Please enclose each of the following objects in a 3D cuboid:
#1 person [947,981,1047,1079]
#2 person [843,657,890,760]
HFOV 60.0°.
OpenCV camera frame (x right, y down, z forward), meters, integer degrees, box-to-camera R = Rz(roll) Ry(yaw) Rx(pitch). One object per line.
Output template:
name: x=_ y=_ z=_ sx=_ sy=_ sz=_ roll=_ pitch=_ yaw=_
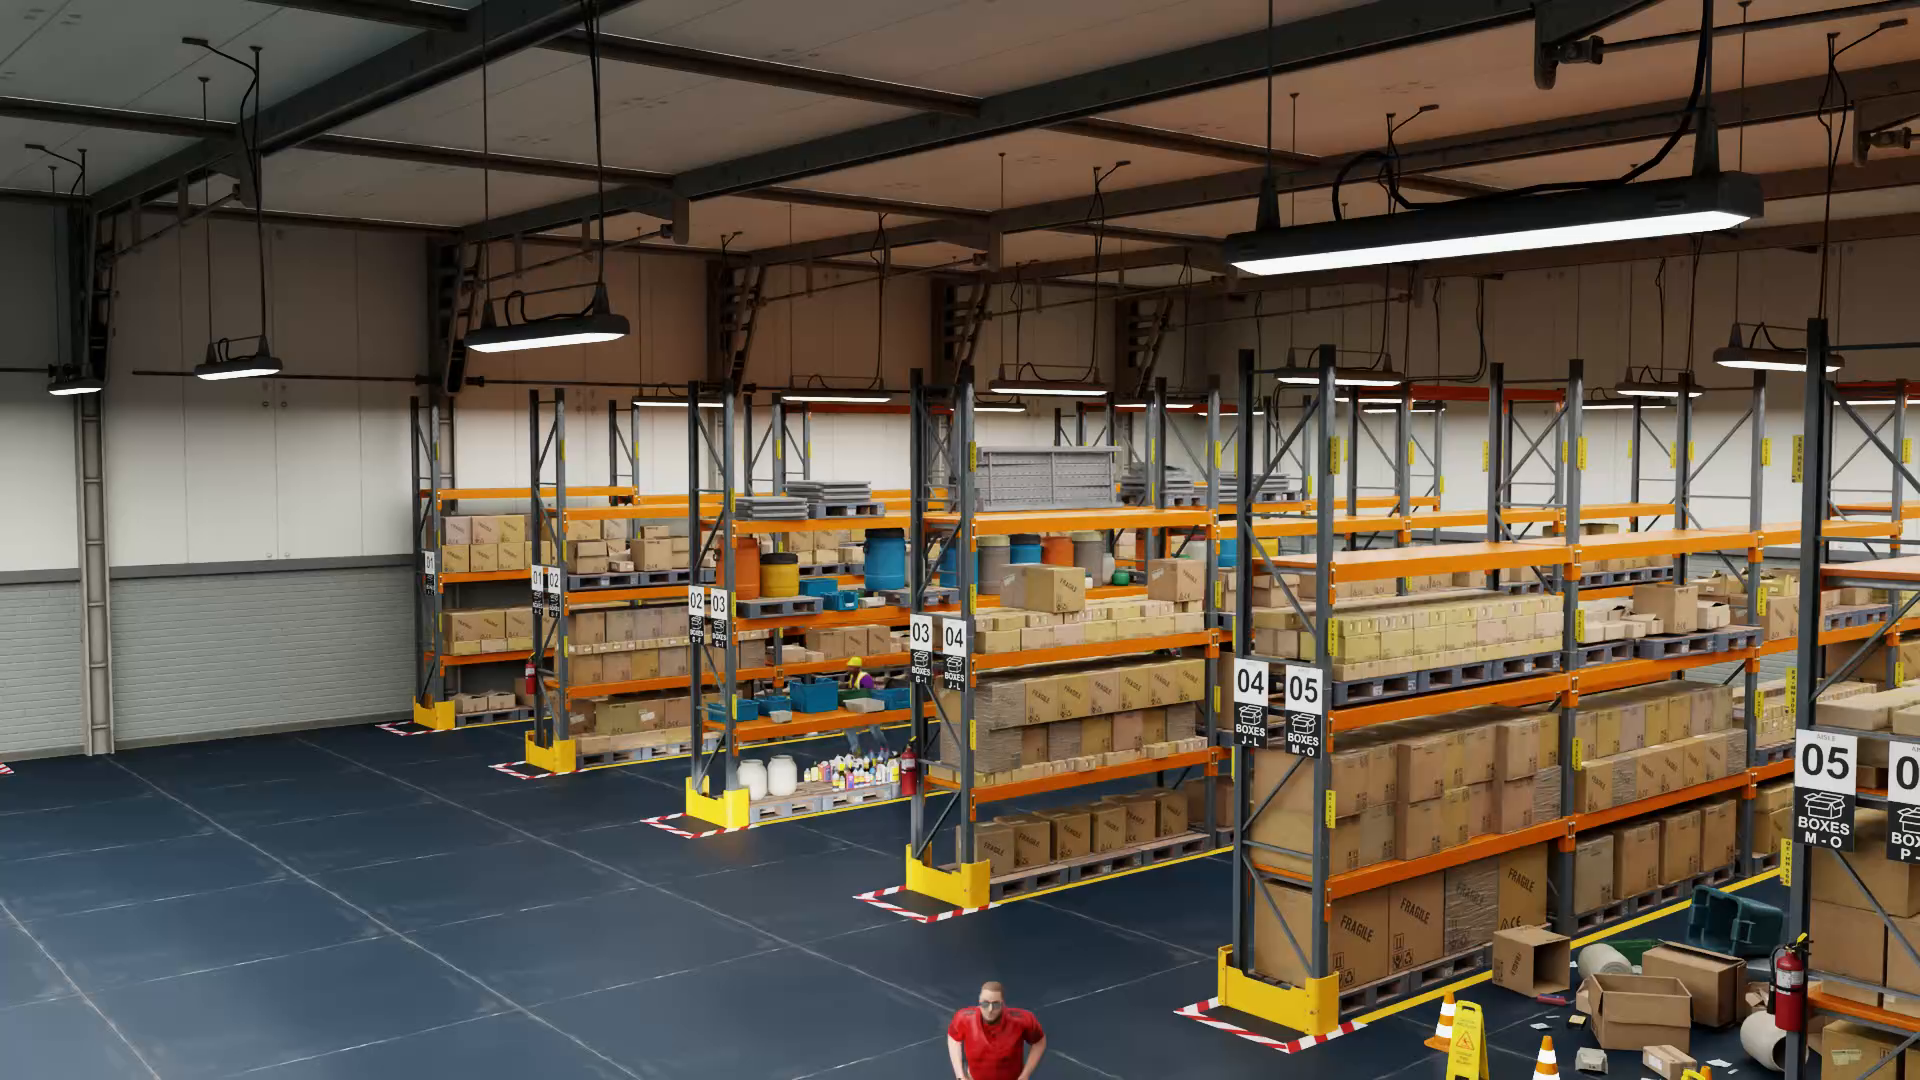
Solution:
person: x=0.250 y=3.703 z=11.197 sx=0.664 sy=1.686 sz=0.884 roll=0 pitch=3 yaw=3
person: x=-1.507 y=2.731 z=26.711 sx=0.940 sy=1.750 sz=0.686 roll=-3 pitch=5 yaw=-45
